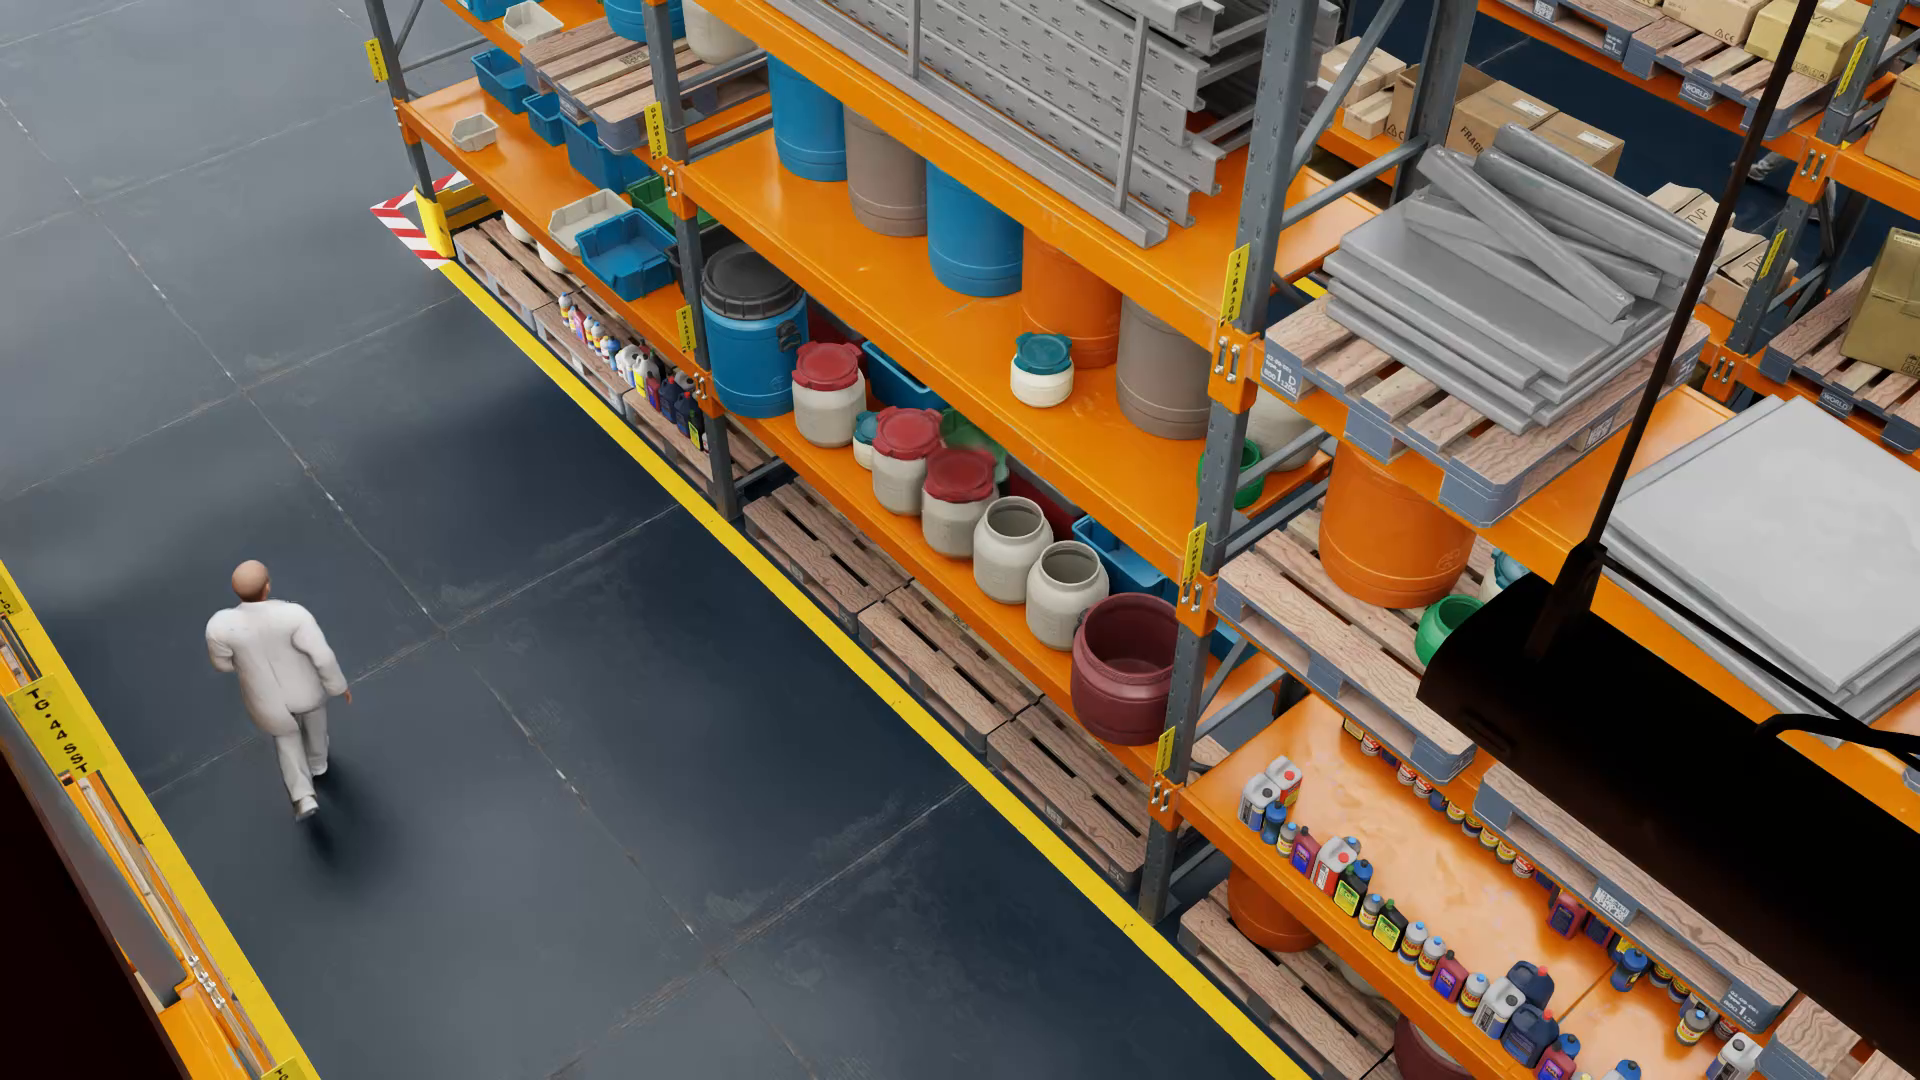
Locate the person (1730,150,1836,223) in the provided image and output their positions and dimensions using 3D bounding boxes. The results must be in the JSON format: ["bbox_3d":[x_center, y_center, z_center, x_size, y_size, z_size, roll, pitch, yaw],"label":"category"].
[{"bbox_3d":[6.673,-3.346,13.003,0.934,1.628,0.499,30,53,26],"label":"person"}]

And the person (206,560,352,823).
[{"bbox_3d":[-3.656,0.819,9.054,0.624,1.690,0.840,-14,48,-13],"label":"person"}]
